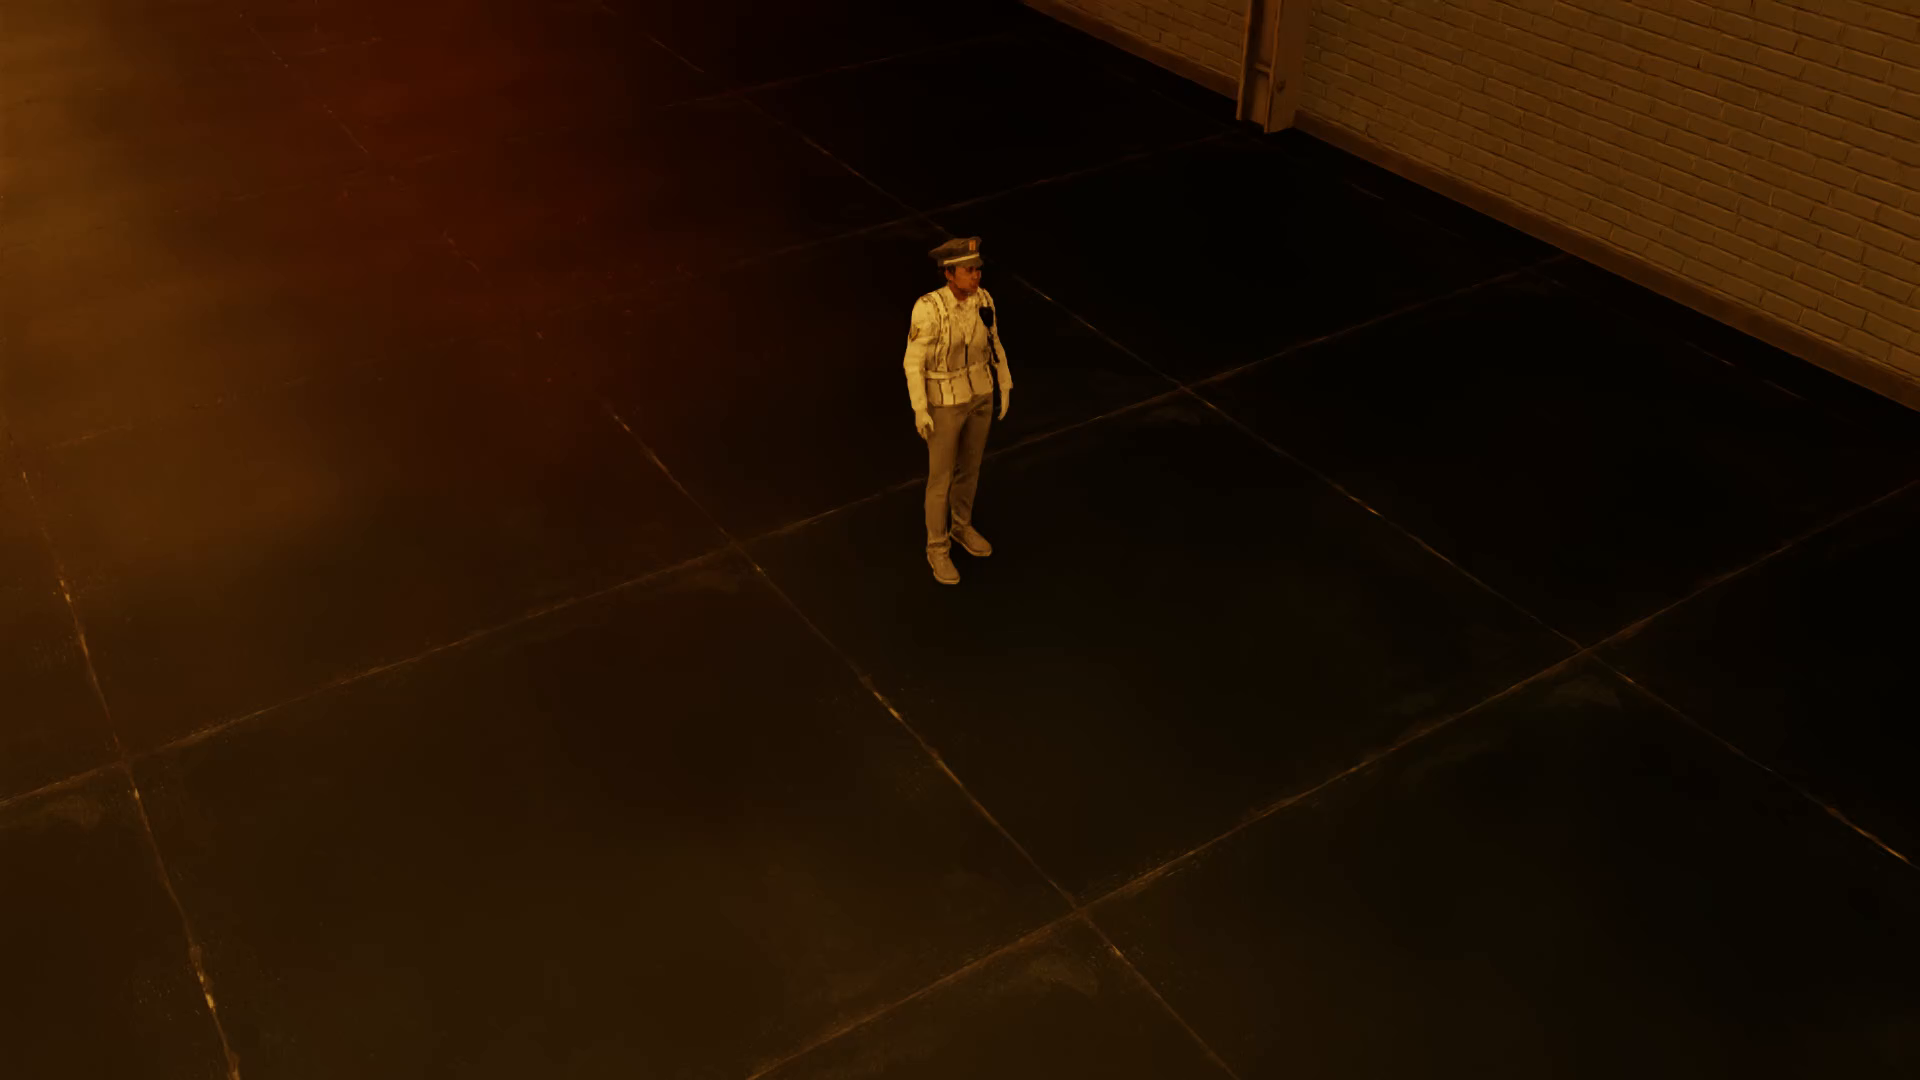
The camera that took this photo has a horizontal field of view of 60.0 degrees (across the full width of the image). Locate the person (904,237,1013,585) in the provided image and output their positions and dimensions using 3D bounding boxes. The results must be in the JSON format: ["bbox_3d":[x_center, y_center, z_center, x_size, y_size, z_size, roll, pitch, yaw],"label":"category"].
[{"bbox_3d":[0.031,-0.664,8.156,0.586,1.695,0.533,-21,40,-27],"label":"person"}]
